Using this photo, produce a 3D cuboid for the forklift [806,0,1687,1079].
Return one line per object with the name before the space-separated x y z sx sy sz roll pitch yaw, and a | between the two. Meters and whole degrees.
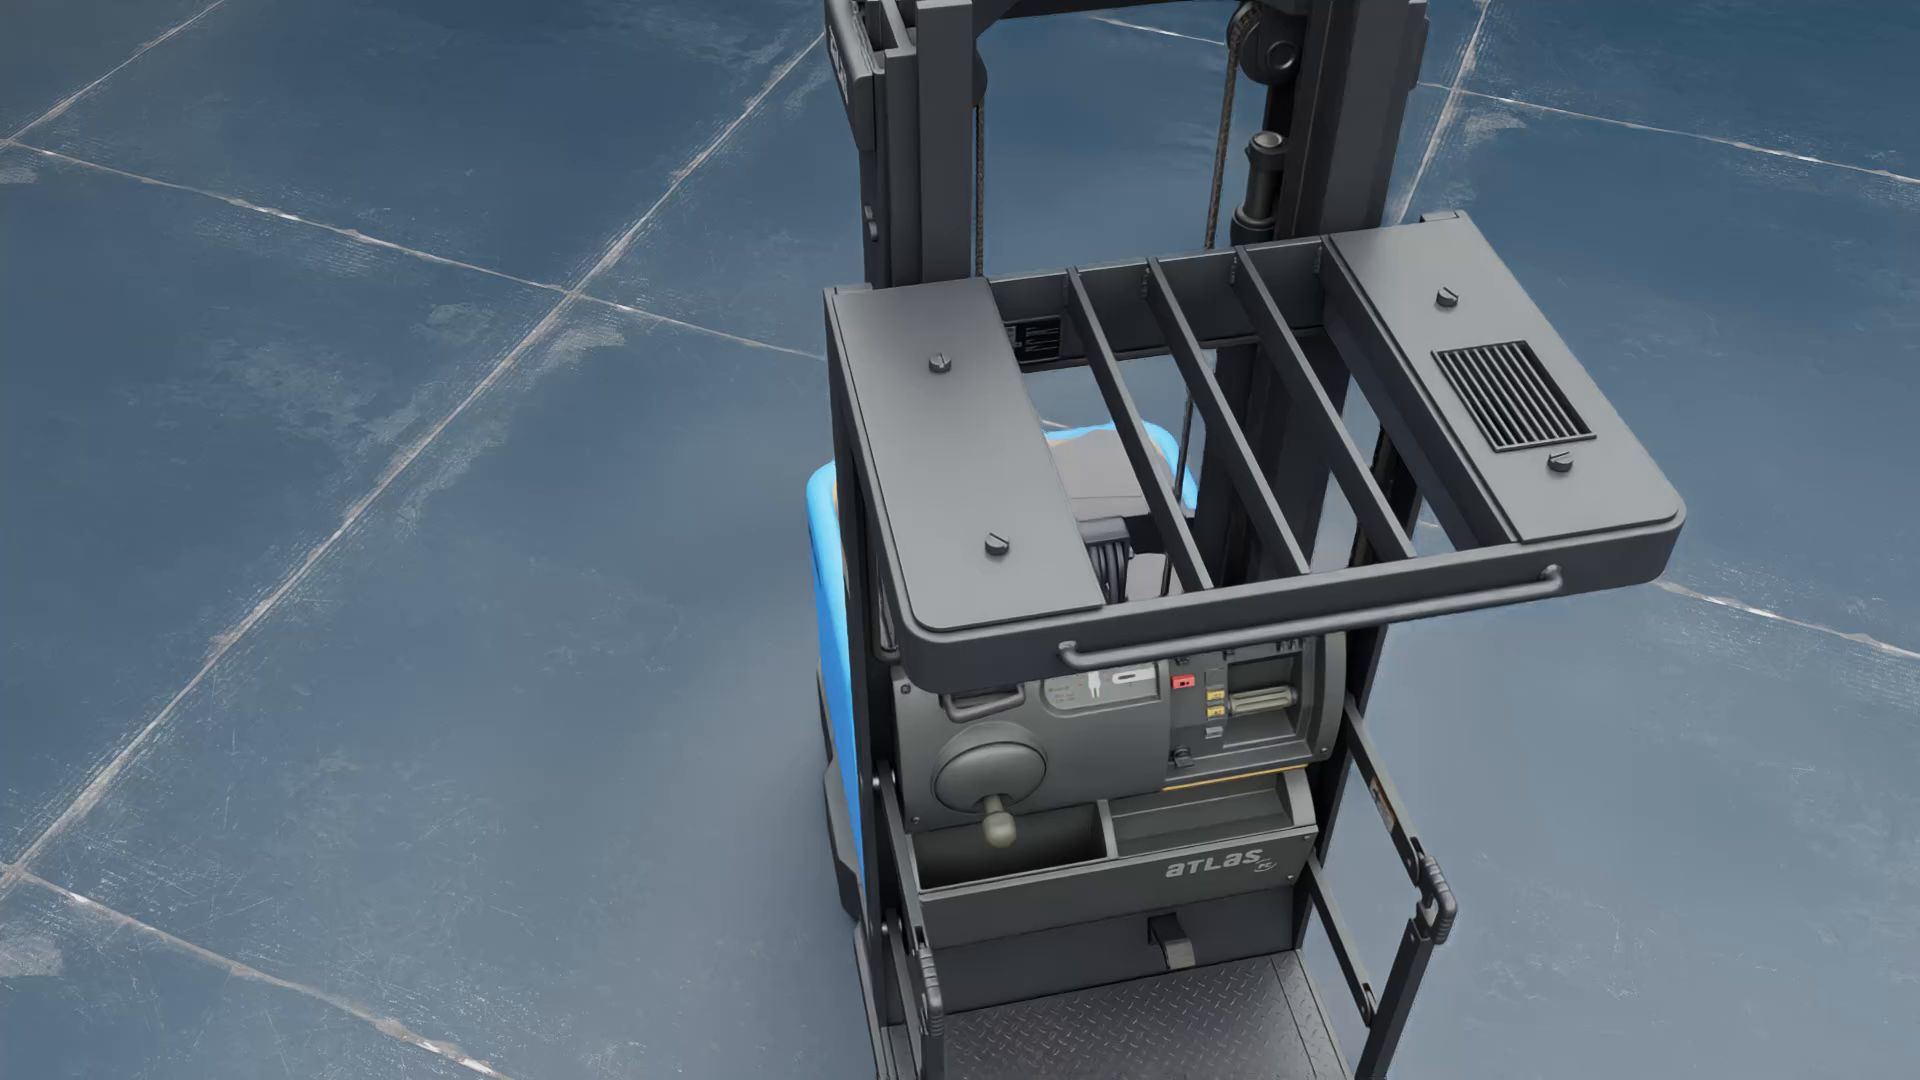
forklift | 0.376 0.464 3.205 1.130 2.935 3.031 -8 45 -8
